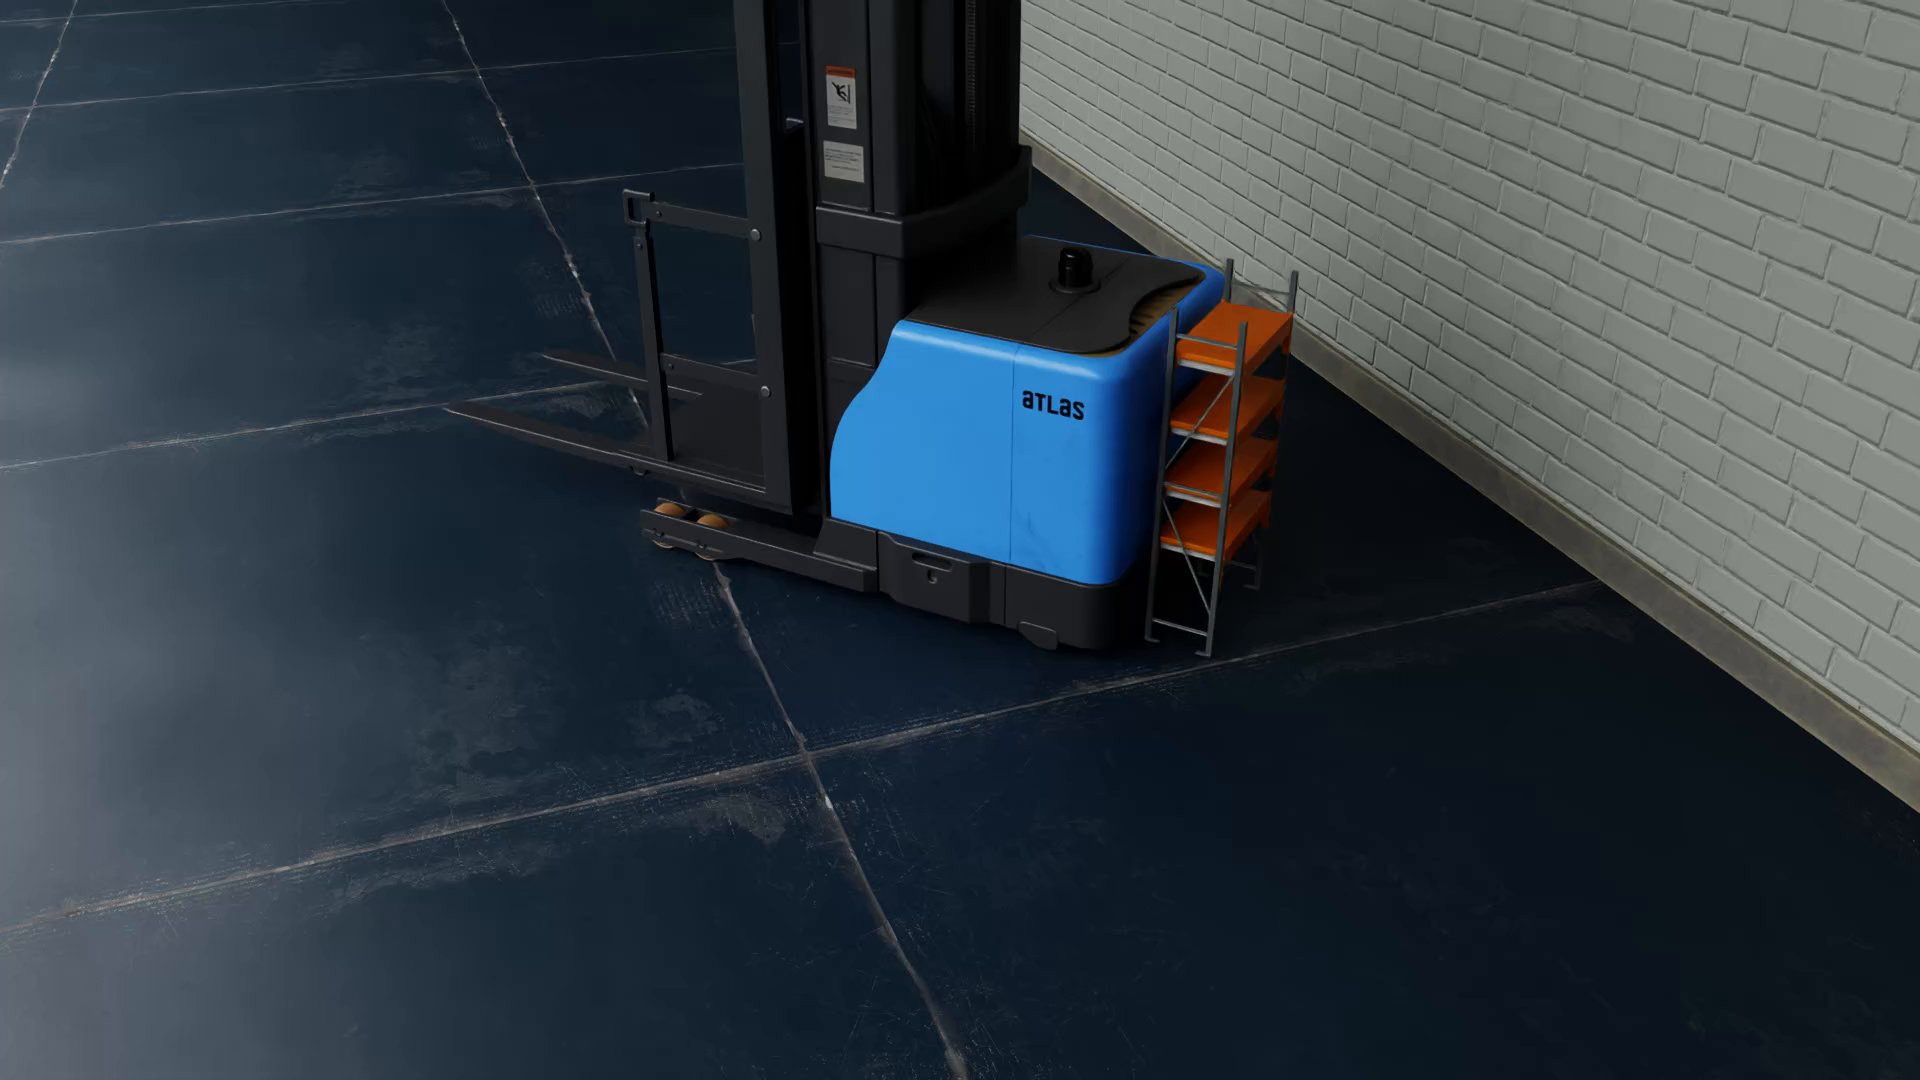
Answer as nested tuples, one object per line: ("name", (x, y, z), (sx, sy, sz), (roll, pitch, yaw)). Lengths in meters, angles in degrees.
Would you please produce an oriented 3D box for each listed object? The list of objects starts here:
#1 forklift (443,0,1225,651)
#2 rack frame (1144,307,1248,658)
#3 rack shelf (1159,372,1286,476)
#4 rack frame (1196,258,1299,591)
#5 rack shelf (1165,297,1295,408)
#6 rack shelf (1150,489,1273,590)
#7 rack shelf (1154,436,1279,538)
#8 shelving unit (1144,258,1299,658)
("forklift", (-0.607, -1.412, 5.767), (3.031, 2.935, 1.130), (15, 33, 24))
("rack frame", (0.743, -0.157, 5.309), (0.240, 1.200, 0.015), (15, 33, 24))
("rack shelf", (0.859, -0.399, 5.418), (0.258, 0.148, 0.480), (15, 33, 24))
("rack frame", (0.971, -0.370, 5.684), (0.240, 1.200, 0.015), (15, 33, 24))
("rack shelf", (0.863, -0.604, 5.300), (0.258, 0.148, 0.480), (15, 33, 24))
("rack shelf", (0.854, -0.034, 5.630), (0.258, 0.148, 0.480), (15, 33, 24))
("rack shelf", (0.856, -0.206, 5.530), (0.258, 0.148, 0.480), (15, 33, 24))
("shelving unit", (0.857, -0.264, 5.496), (0.258, 1.200, 0.503), (15, 33, 24))
